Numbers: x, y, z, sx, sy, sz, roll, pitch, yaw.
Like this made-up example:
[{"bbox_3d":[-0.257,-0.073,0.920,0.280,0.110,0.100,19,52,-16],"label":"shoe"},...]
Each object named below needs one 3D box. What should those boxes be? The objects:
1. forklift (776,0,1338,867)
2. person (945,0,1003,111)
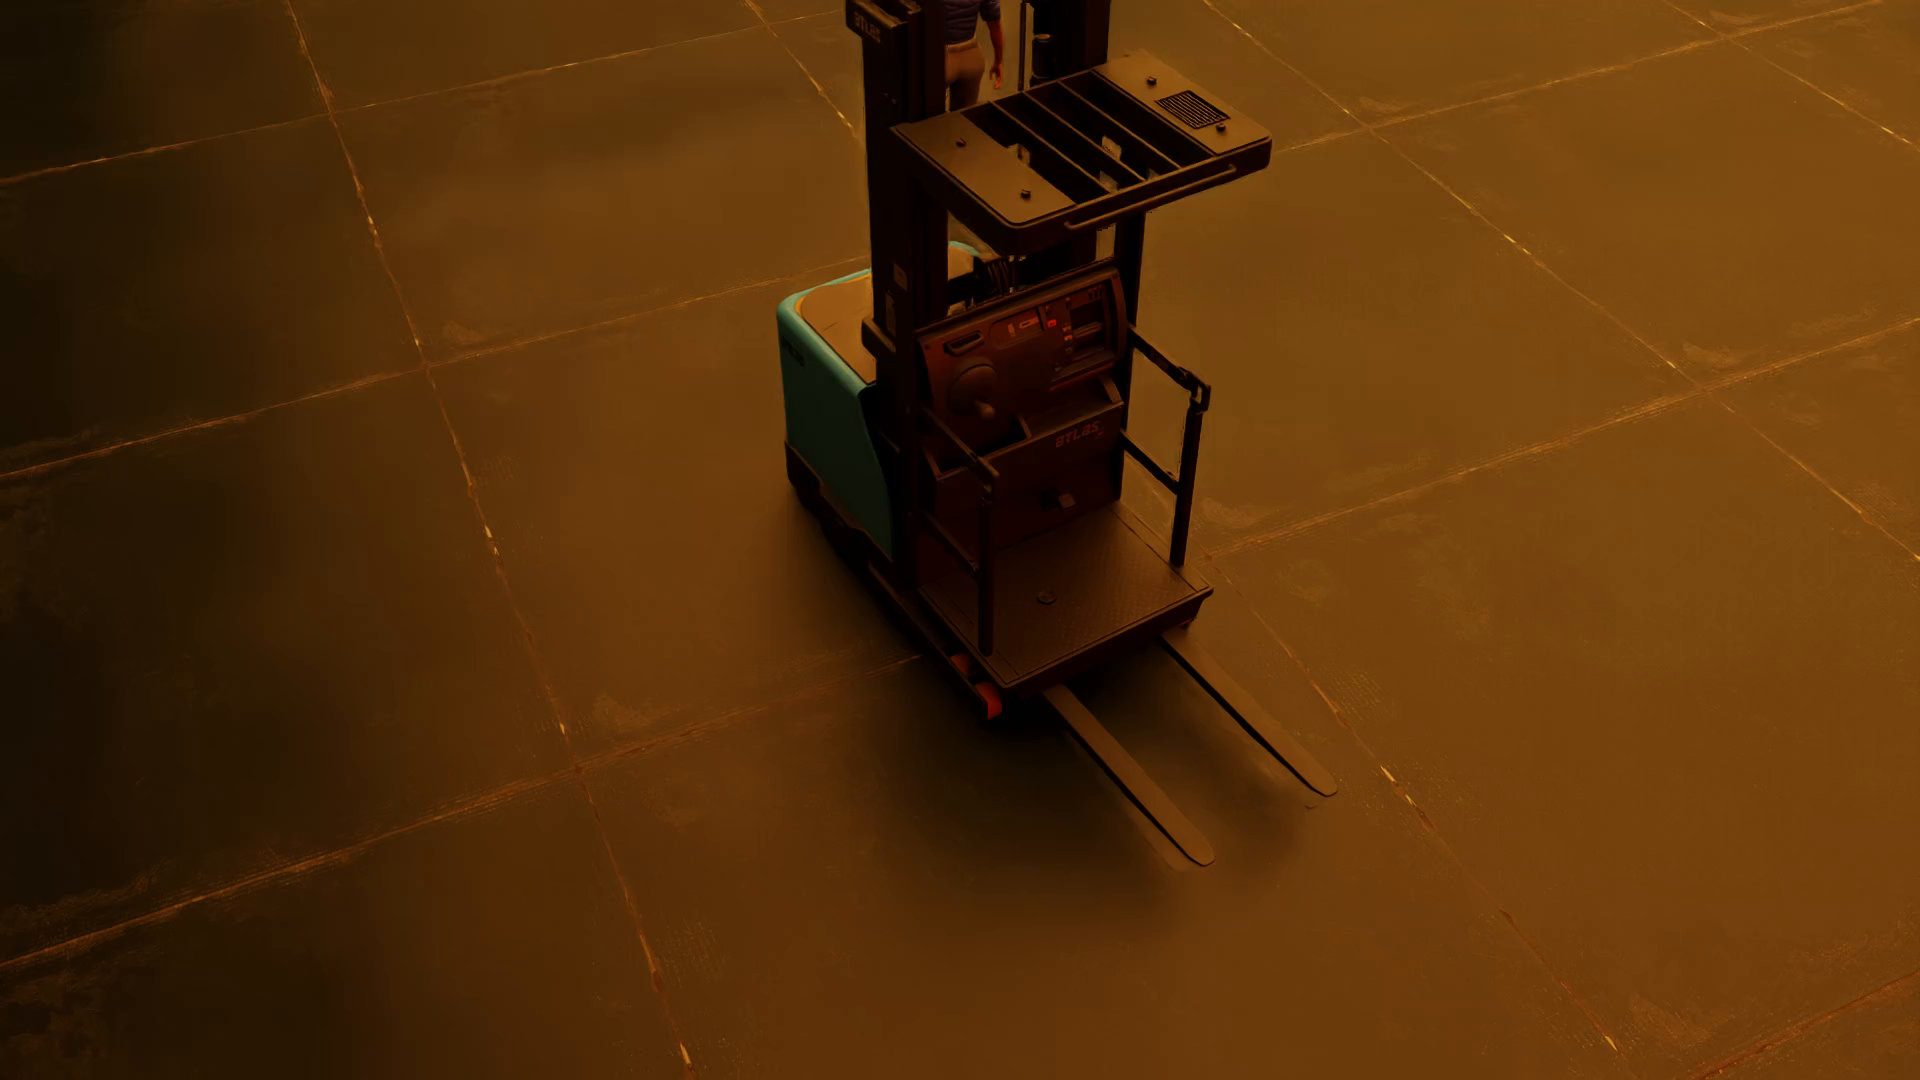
[{"bbox_3d":[0.377,-0.684,6.413,1.130,2.935,3.031,-23,48,-23],"label":"forklift"},{"bbox_3d":[-0.076,-2.751,9.579,0.611,1.639,0.448,-16,45,-16],"label":"person"}]
